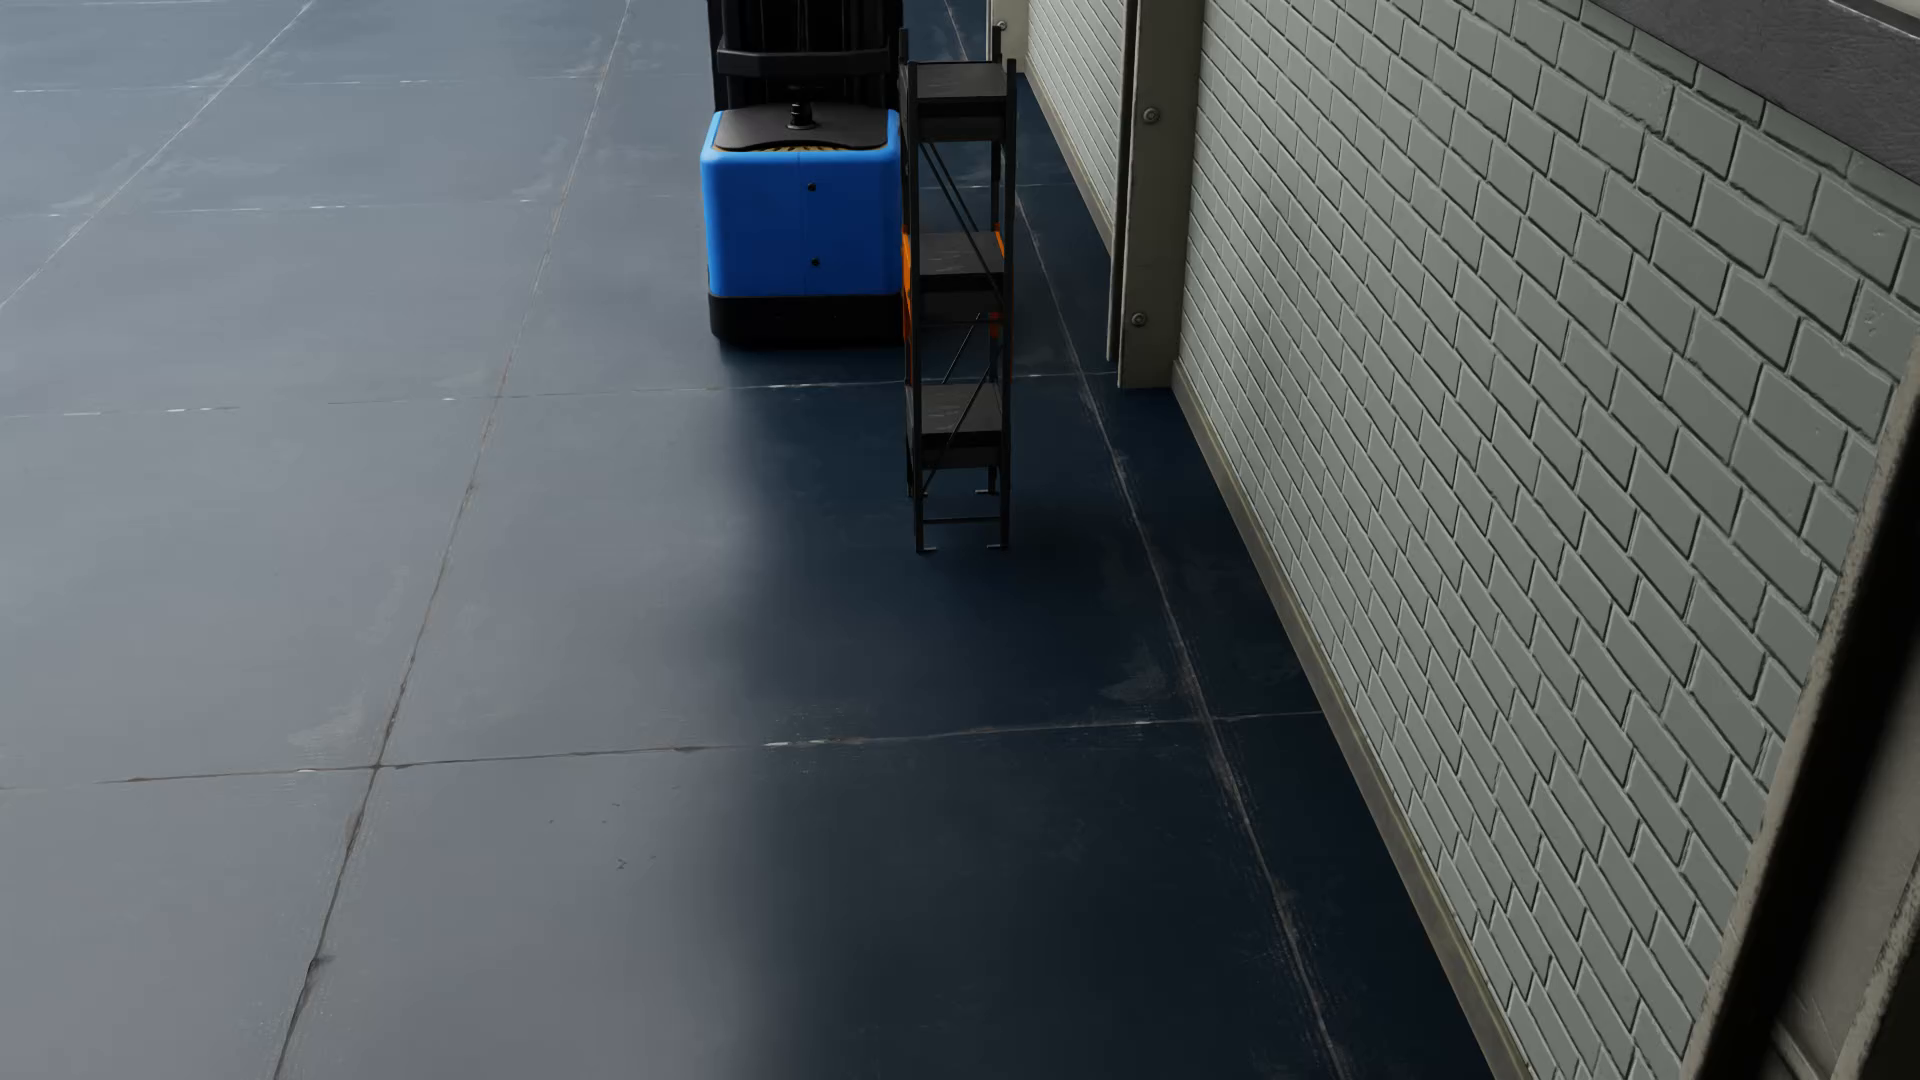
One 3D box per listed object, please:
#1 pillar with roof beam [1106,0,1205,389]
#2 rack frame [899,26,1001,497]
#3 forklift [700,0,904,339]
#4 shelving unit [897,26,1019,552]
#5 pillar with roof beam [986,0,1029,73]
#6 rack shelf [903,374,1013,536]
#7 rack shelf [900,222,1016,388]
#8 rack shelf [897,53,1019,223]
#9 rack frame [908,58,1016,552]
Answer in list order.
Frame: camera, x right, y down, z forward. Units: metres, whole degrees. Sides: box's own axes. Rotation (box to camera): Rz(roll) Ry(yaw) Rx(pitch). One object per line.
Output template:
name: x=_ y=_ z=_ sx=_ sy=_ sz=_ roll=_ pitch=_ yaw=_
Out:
pillar with roof beam: x=-3.332 y=-4.543 z=6.081 sx=9.100 sy=9.000 sz=0.400 roll=-3 pitch=31 yaw=-5
rack frame: x=-0.038 y=-1.111 z=7.062 sx=0.400 sy=2.100 sz=0.015 roll=-3 pitch=31 yaw=-5
forklift: x=-0.867 y=-3.057 z=9.510 sx=1.130 sy=2.935 sz=3.031 roll=-1 pitch=31 yaw=-2
shelving unit: x=-0.015 y=-0.986 z=6.853 sx=0.431 sy=2.100 sz=0.503 roll=-3 pitch=31 yaw=-5
pillar with roof beam: x=-3.893 y=-7.607 z=11.210 sx=9.100 sy=9.000 sz=0.400 roll=-3 pitch=31 yaw=-5
rack shelf: x=-0.015 y=-0.373 z=7.219 sx=0.431 sy=0.518 sz=0.480 roll=-3 pitch=31 yaw=-5
rack shelf: x=-0.015 y=-0.974 z=6.860 sx=0.431 sy=0.518 sz=0.480 roll=-3 pitch=31 yaw=-5
rack shelf: x=-0.015 y=-1.575 z=6.501 sx=0.431 sy=0.518 sz=0.480 roll=-3 pitch=31 yaw=-5
rack frame: x=0.007 y=-0.861 z=6.644 sx=0.400 sy=2.100 sz=0.015 roll=-3 pitch=31 yaw=-5
